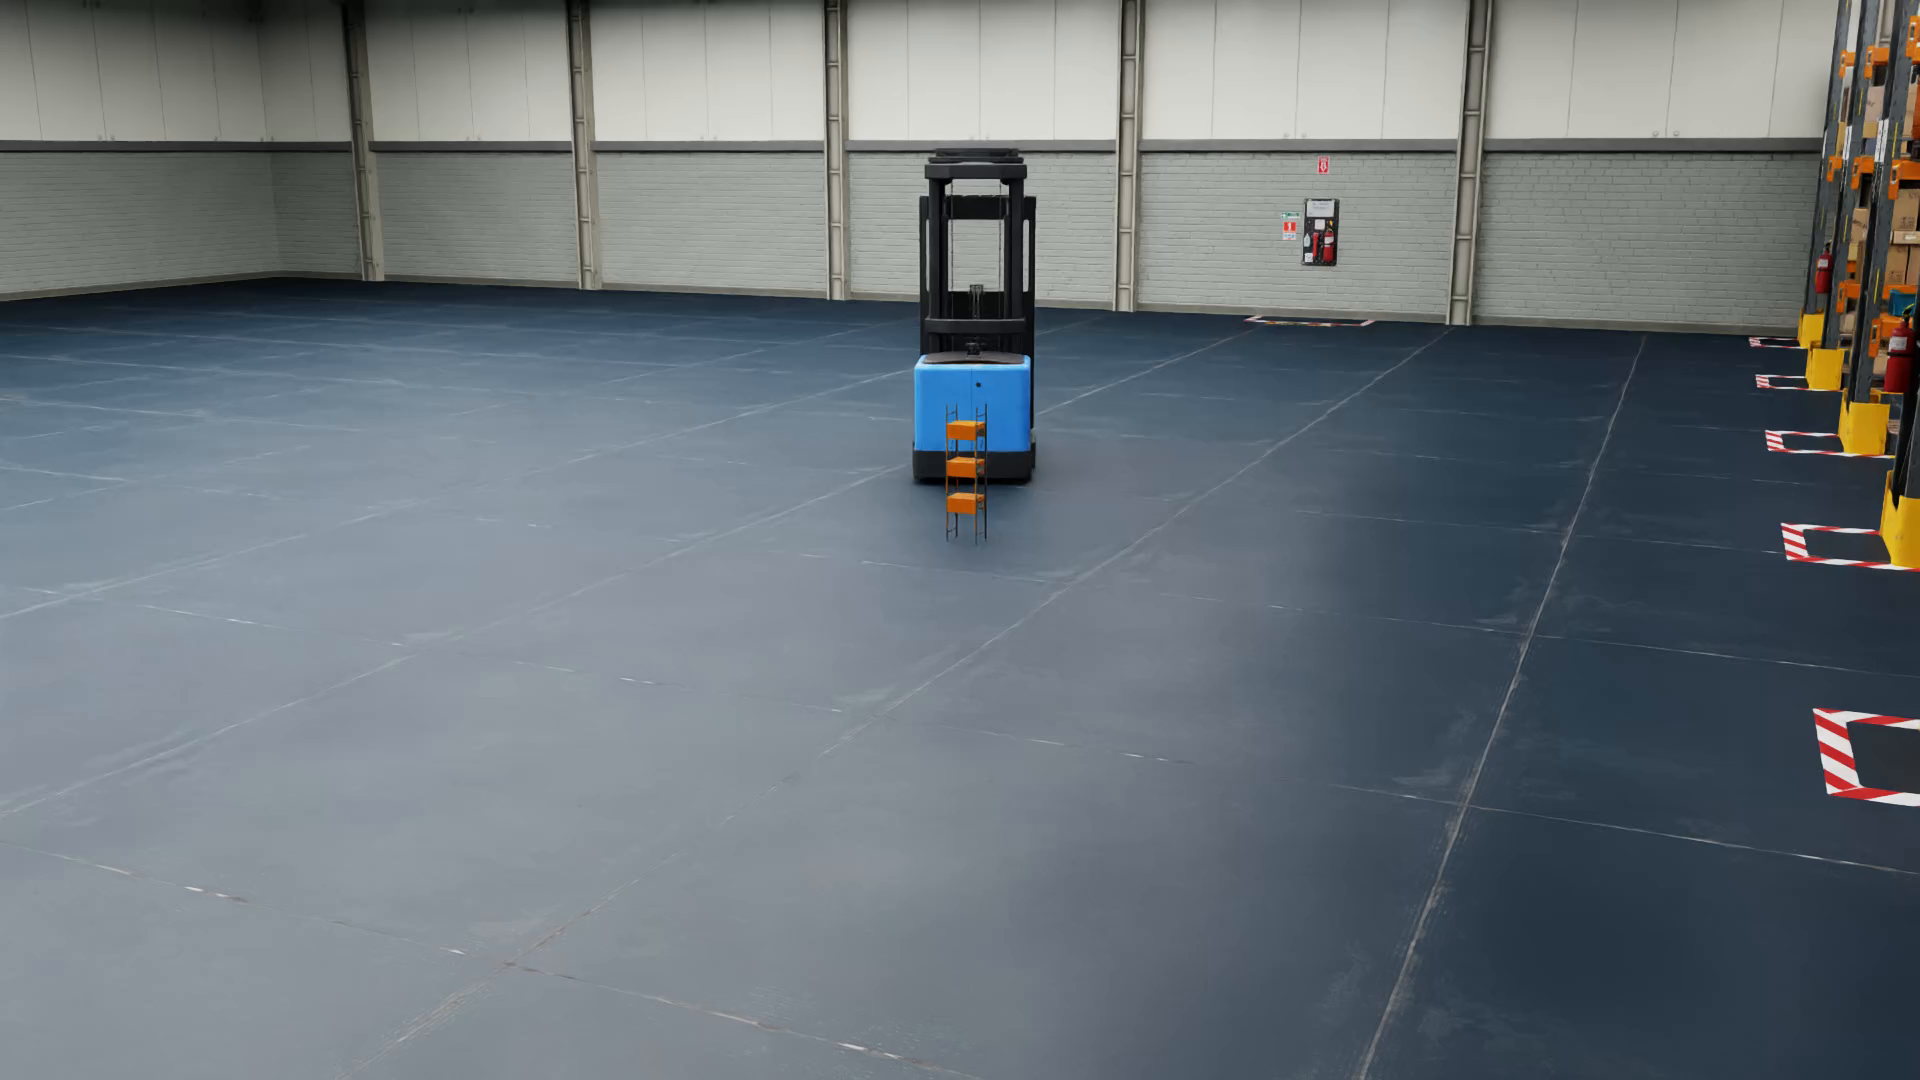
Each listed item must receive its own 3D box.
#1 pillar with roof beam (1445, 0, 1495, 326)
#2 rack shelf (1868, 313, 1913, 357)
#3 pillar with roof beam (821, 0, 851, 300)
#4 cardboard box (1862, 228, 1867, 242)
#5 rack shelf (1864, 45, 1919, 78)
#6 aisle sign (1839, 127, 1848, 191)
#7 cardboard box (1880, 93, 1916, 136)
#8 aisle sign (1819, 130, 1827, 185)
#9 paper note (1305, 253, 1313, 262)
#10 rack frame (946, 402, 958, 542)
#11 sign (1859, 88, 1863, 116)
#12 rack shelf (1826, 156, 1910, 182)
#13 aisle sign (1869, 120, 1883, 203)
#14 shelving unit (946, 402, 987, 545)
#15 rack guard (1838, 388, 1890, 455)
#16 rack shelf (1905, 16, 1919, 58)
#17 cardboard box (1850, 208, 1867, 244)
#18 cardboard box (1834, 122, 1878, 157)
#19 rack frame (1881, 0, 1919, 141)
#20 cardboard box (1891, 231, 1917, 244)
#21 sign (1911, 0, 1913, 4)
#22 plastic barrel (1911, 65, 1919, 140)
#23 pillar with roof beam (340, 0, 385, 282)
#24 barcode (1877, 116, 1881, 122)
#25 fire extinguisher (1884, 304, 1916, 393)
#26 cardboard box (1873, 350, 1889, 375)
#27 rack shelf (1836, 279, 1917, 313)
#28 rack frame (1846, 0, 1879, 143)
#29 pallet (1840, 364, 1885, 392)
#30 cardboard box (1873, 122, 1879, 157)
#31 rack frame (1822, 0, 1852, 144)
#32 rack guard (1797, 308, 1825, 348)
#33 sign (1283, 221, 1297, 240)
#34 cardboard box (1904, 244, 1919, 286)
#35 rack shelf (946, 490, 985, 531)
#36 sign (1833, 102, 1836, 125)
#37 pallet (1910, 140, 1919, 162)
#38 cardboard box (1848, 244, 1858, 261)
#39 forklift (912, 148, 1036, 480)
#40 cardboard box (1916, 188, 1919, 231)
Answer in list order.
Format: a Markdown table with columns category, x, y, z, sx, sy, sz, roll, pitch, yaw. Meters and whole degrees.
| category | x | y | z | sx | sy | sz | roll | pitch | yaw |
| --- | --- | --- | --- | --- | --- | --- | --- | --- | --- |
| pillar with roof beam | 6.811 | -7.182 | 23.665 | 0.400 | 9.000 | 9.100 | 6 | 14 | 23 |
| rack shelf | 10.866 | -1.885 | 15.798 | 4.000 | 0.370 | 1.077 | 6 | 14 | 23 |
| pillar with roof beam | -4.161 | -8.293 | 28.397 | 0.400 | 9.000 | 9.100 | 6 | 14 | 23 |
| cardboard box | 11.474 | -3.824 | 20.845 | 0.250 | 0.149 | 0.380 | 6 | 14 | 22 |
| rack shelf | 12.876 | -5.645 | 19.566 | 4.000 | 0.370 | 1.077 | 6 | 14 | 23 |
| aisle sign | 11.106 | -4.788 | 20.902 | 0.004 | 0.787 | 0.394 | 6 | 14 | 23 |
| cardboard box | 11.571 | -5.184 | 20.263 | 0.637 | 0.503 | 0.797 | 7 | 15 | 27 |
| aisle sign | 12.863 | -5.699 | 24.787 | 0.004 | 0.787 | 0.394 | 6 | 14 | 23 |
| paper note | 6.177 | -4.999 | 29.423 | 0.142 | 0.148 | 0.016 | 6 | 14 | 23 |
| rack frame | -0.063 | -0.517 | 12.662 | 0.008 | 1.050 | 0.200 | 6 | 14 | 23 |
| sign | 10.817 | -5.264 | 19.968 | 0.005 | 0.325 | 0.100 | 6 | 14 | 23 |
| rack shelf | 14.879 | -5.415 | 24.273 | 4.000 | 0.370 | 1.077 | 6 | 14 | 23 |
| aisle sign | 9.092 | -3.755 | 16.500 | 0.004 | 0.787 | 0.394 | 6 | 14 | 23 |
| shelving unit | 0.049 | -0.506 | 12.614 | 0.252 | 1.050 | 0.215 | 6 | 14 | 23 |
| rack guard | 9.126 | -1.206 | 16.802 | 0.348 | 0.500 | 1.175 | 6 | 14 | 23 |
| rack shelf | 10.866 | -4.611 | 15.158 | 4.000 | 0.370 | 1.077 | 6 | 14 | 23 |
| cardboard box | 13.365 | -4.685 | 24.796 | 0.500 | 0.500 | 0.500 | 6 | 14 | 23 |
| cardboard box | 13.255 | -5.925 | 24.612 | 0.500 | 0.500 | 0.500 | 6 | 15 | 25 |
| rack frame | 9.037 | -5.341 | 15.819 | 0.127 | 3.000 | 1.000 | 6 | 14 | 23 |
| cardboard box | 11.561 | -3.714 | 20.378 | 0.250 | 0.149 | 0.380 | 5 | 14 | 22 |
| sign | 8.810 | -5.125 | 15.355 | 0.005 | 0.325 | 0.100 | 6 | 14 | 23 |
| plastic barrel | 9.533 | -4.276 | 15.986 | 0.708 | 0.830 | 0.600 | 6 | 14 | 23 |
| pillar with roof beam | -15.132 | -9.403 | 33.129 | 0.400 | 9.000 | 9.100 | 6 | 14 | 23 |
| barcode | 11.518 | -5.270 | 20.813 | 0.075 | 0.075 | 0.001 | 6 | 14 | 23 |
| fire extinguisher | 7.113 | -1.455 | 12.559 | 0.183 | 0.674 | 0.296 | 6 | 14 | 23 |
| cardboard box | 11.447 | -2.224 | 20.768 | 0.500 | 0.250 | 0.500 | 6 | 14 | 23 |
| rack shelf | 12.876 | -2.919 | 20.205 | 4.000 | 0.370 | 1.077 | 6 | 14 | 23 |
| rack frame | 11.047 | -6.375 | 20.226 | 0.127 | 3.000 | 1.000 | 6 | 14 | 23 |
| pallet | 11.763 | -2.035 | 20.966 | 1.213 | 0.211 | 1.003 | 6 | 14 | 23 |
| cardboard box | 13.534 | -6.023 | 25.027 | 0.500 | 0.500 | 0.500 | 7 | 15 | 27 |
| rack frame | 13.050 | -7.410 | 24.637 | 0.127 | 3.000 | 1.000 | 6 | 14 | 23 |
| rack guard | 13.120 | -3.266 | 25.578 | 0.348 | 0.500 | 1.175 | 6 | 14 | 23 |
| sign | 5.847 | -5.488 | 29.497 | 0.234 | 0.329 | 0.001 | 6 | 14 | 23 |
| cardboard box | 11.951 | -3.410 | 20.502 | 0.500 | 0.500 | 0.700 | 6 | 15 | 25 |
| rack shelf | 0.049 | -0.225 | 12.680 | 0.240 | 0.259 | 0.215 | 6 | 14 | 23 |
| sign | 12.830 | -6.262 | 24.397 | 0.005 | 0.325 | 0.100 | 6 | 14 | 23 |
| pallet | 9.754 | -3.692 | 15.770 | 1.213 | 0.211 | 1.003 | 6 | 14 | 23 |
| cardboard box | 13.368 | -4.315 | 24.862 | 0.500 | 0.250 | 0.500 | 5 | 14 | 22 |
| forklift | 0.176 | -2.255 | 15.950 | 1.130 | 2.935 | 3.031 | 1 | 13 | 3 |
| cardboard box | 12.000 | -4.037 | 20.333 | 0.500 | 0.500 | 0.700 | 5 | 14 | 22 |
